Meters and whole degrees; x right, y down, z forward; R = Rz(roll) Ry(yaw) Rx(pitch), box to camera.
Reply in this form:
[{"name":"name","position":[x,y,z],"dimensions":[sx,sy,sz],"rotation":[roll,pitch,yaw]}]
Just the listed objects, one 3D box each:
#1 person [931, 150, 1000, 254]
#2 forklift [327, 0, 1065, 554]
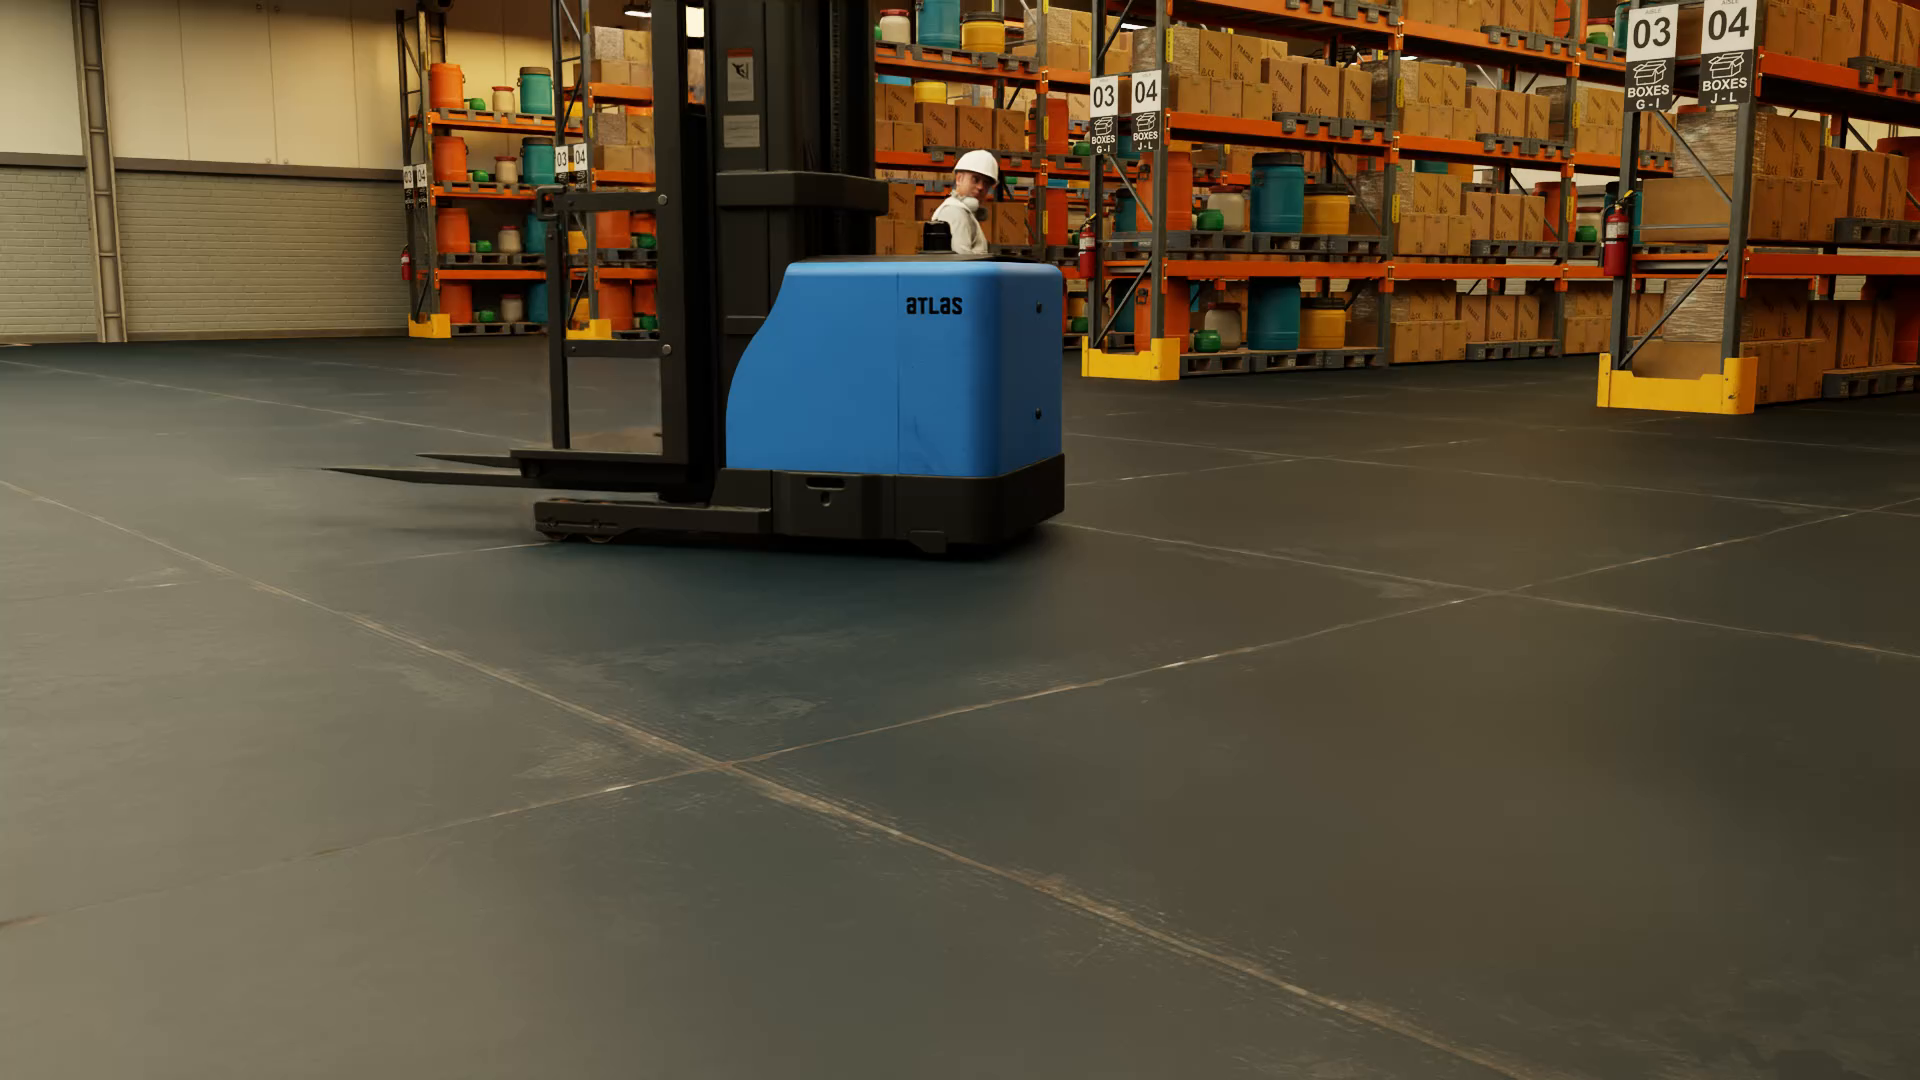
[{"name":"person","position":[0.127,-1.166,8.608],"dimensions":[0.733,1.669,0.798],"rotation":[-2,9,-16]},{"name":"forklift","position":[-1.146,-1.507,6.694],"dimensions":[3.031,2.935,1.130],"rotation":[3,9,18]}]
